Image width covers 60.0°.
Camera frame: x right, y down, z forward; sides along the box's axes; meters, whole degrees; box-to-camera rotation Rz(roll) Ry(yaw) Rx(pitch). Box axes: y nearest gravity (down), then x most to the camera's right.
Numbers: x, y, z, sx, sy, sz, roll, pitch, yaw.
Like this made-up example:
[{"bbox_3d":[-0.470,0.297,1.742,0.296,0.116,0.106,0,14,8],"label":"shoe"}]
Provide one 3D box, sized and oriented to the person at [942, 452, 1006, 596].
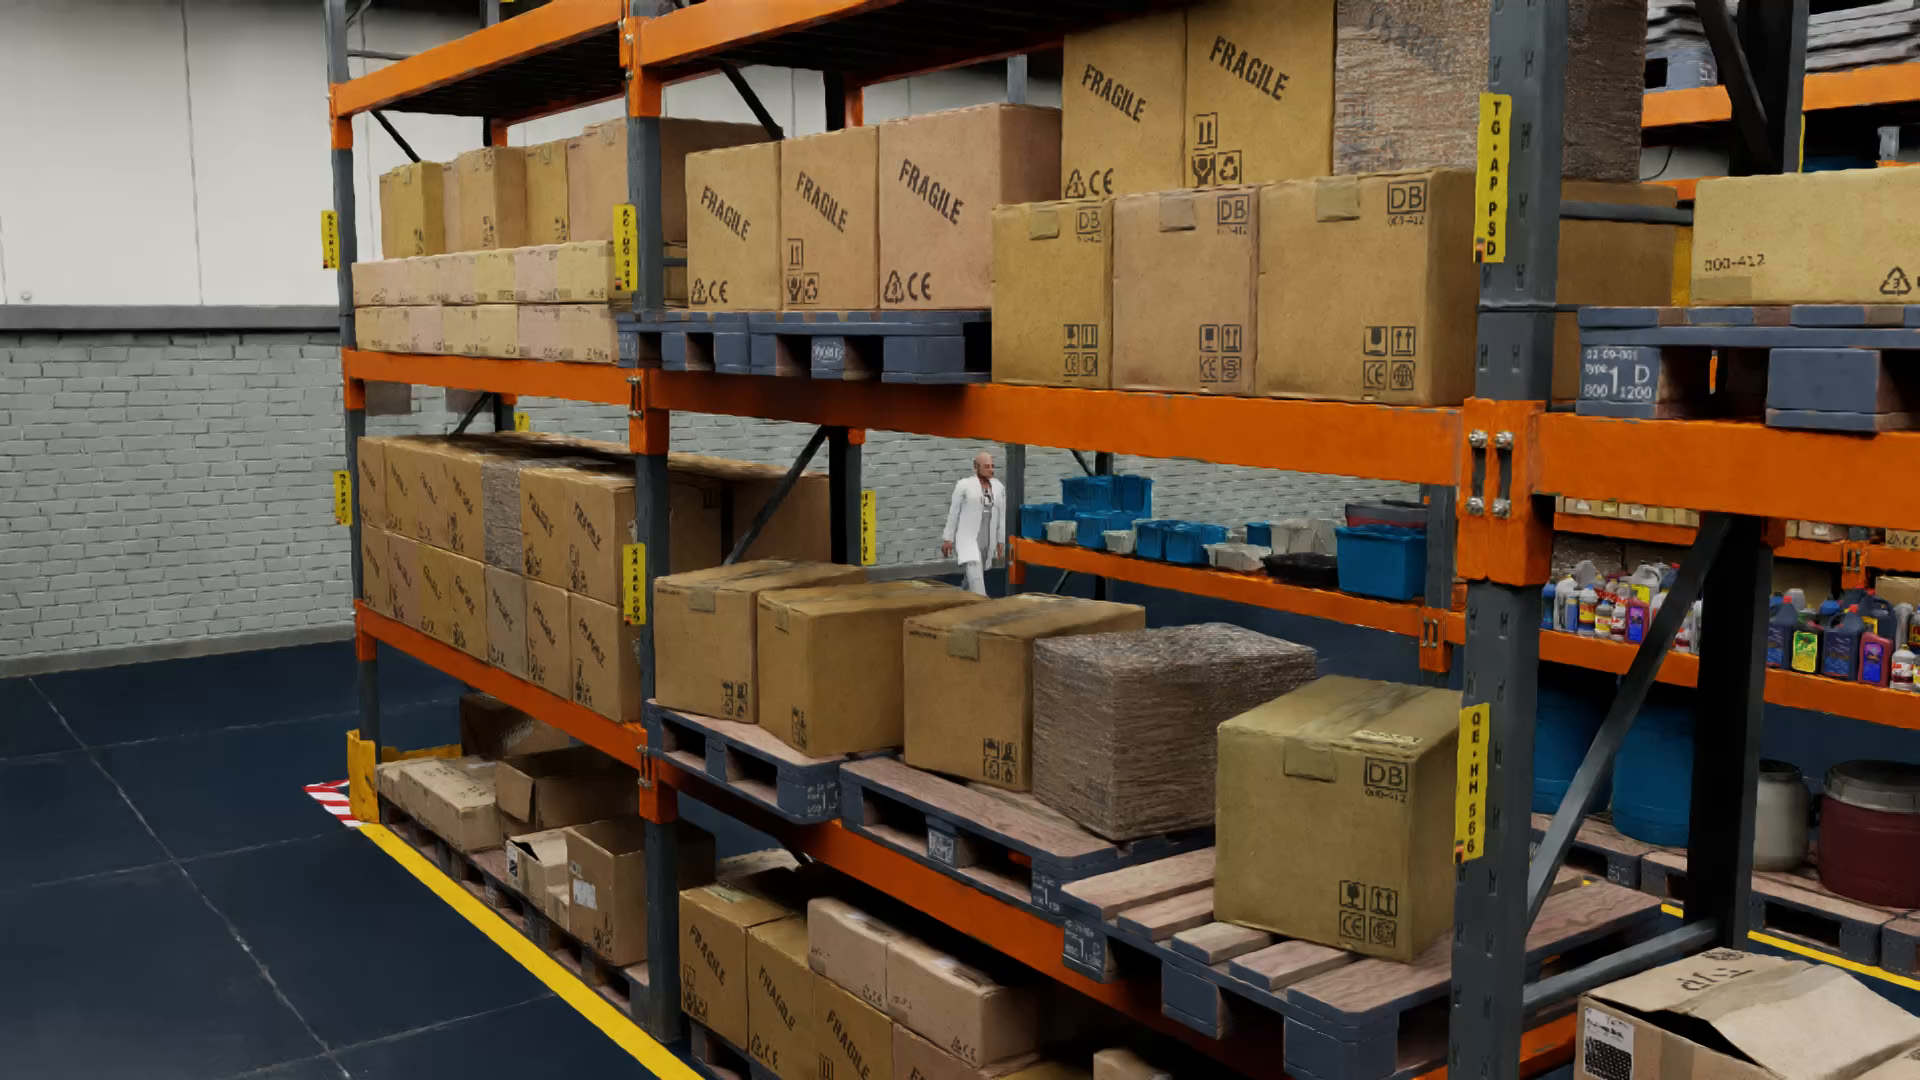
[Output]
[{"bbox_3d":[0.204,0.005,15.898,0.616,1.690,1.154,-5,9,-31],"label":"person"}]
